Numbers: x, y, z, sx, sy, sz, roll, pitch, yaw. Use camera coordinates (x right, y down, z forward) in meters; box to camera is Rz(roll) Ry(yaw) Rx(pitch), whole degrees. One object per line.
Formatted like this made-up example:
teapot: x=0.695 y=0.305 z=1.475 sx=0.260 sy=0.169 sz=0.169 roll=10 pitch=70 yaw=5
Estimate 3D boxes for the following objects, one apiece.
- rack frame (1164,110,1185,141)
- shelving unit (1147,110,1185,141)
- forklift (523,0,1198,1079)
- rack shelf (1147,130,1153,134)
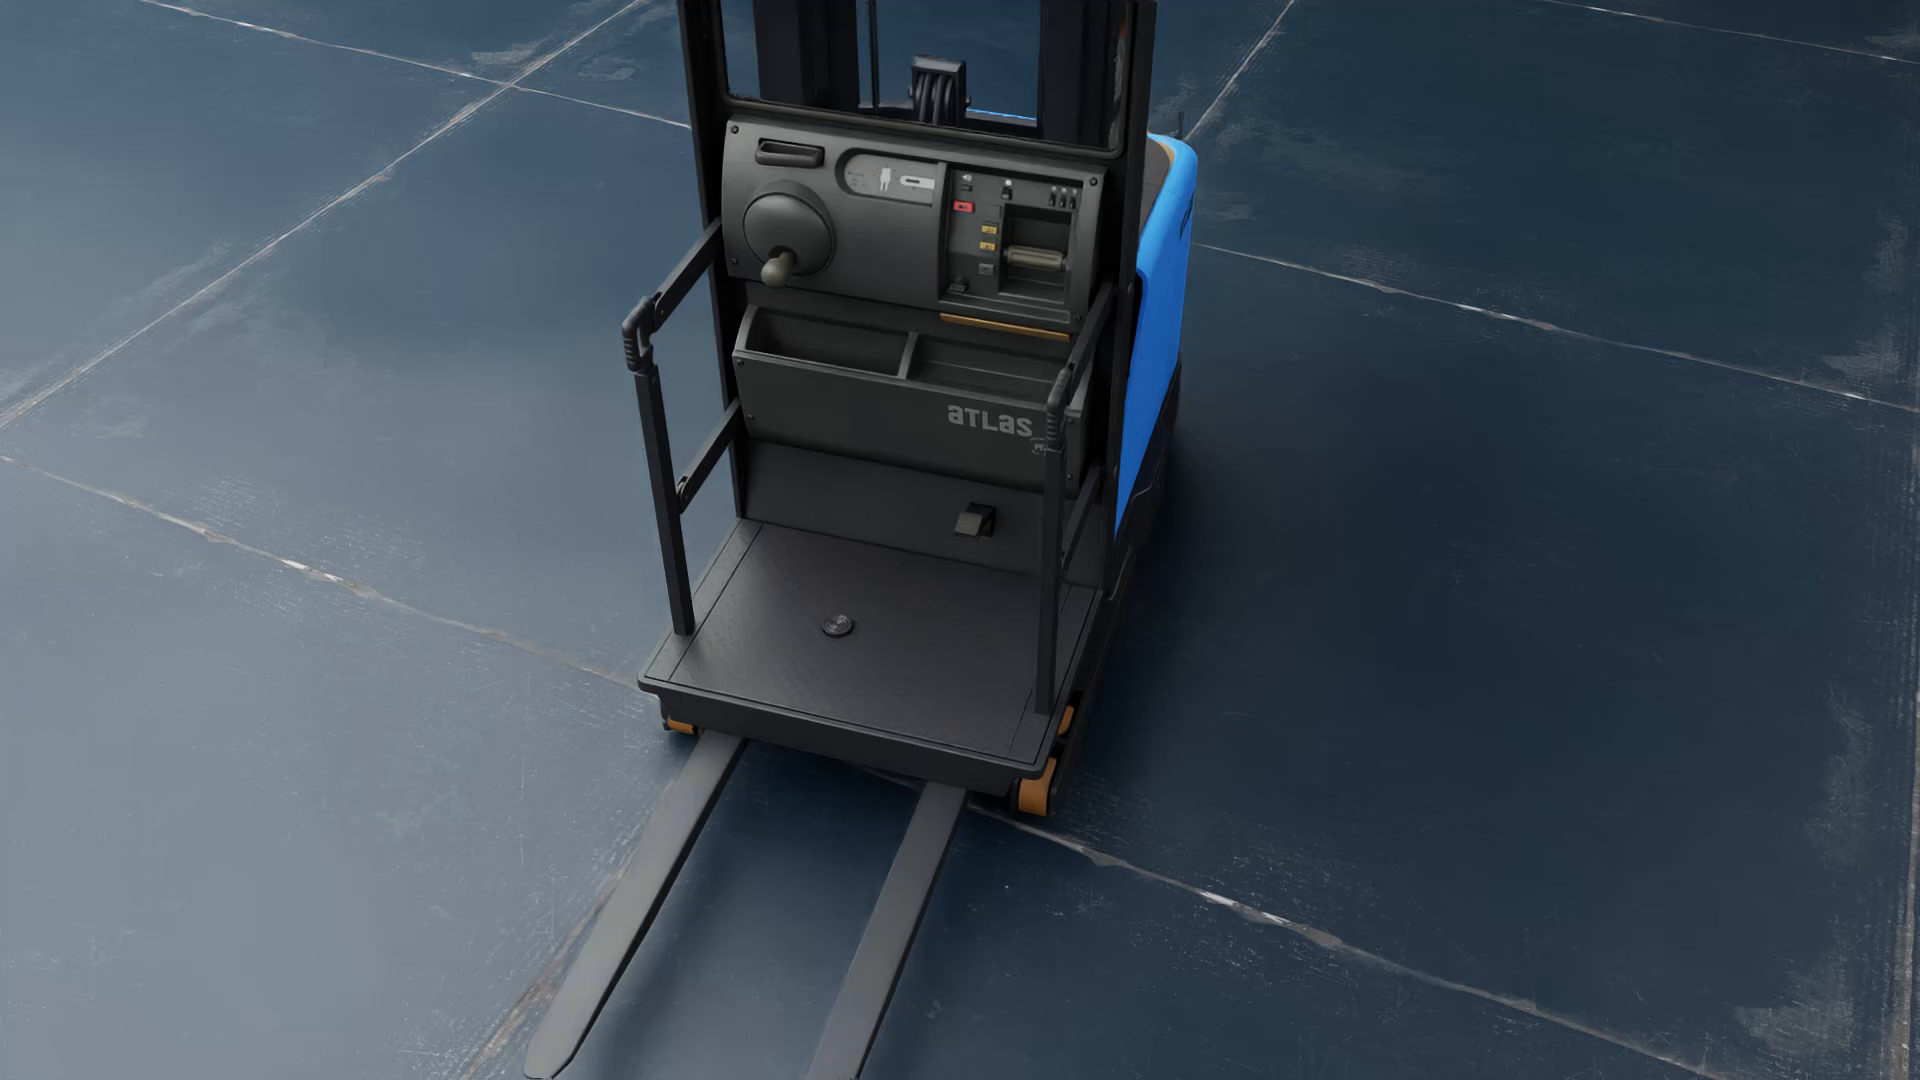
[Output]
rack frame: x=0.618 y=-0.909 z=5.494 sx=0.200 sy=1.050 sz=0.008 roll=-23 pitch=46 yaw=-24
shelving unit: x=0.551 y=-0.976 z=5.571 sx=0.215 sy=1.050 sz=0.252 roll=-23 pitch=46 yaw=-24
forklift: x=-0.184 y=-0.672 z=3.788 sx=1.130 sy=2.935 sz=3.031 roll=11 pitch=42 yaw=13
rack shelf: x=0.550 y=-1.183 z=5.393 sx=0.215 sy=0.259 sz=0.240 roll=-23 pitch=46 yaw=-24
